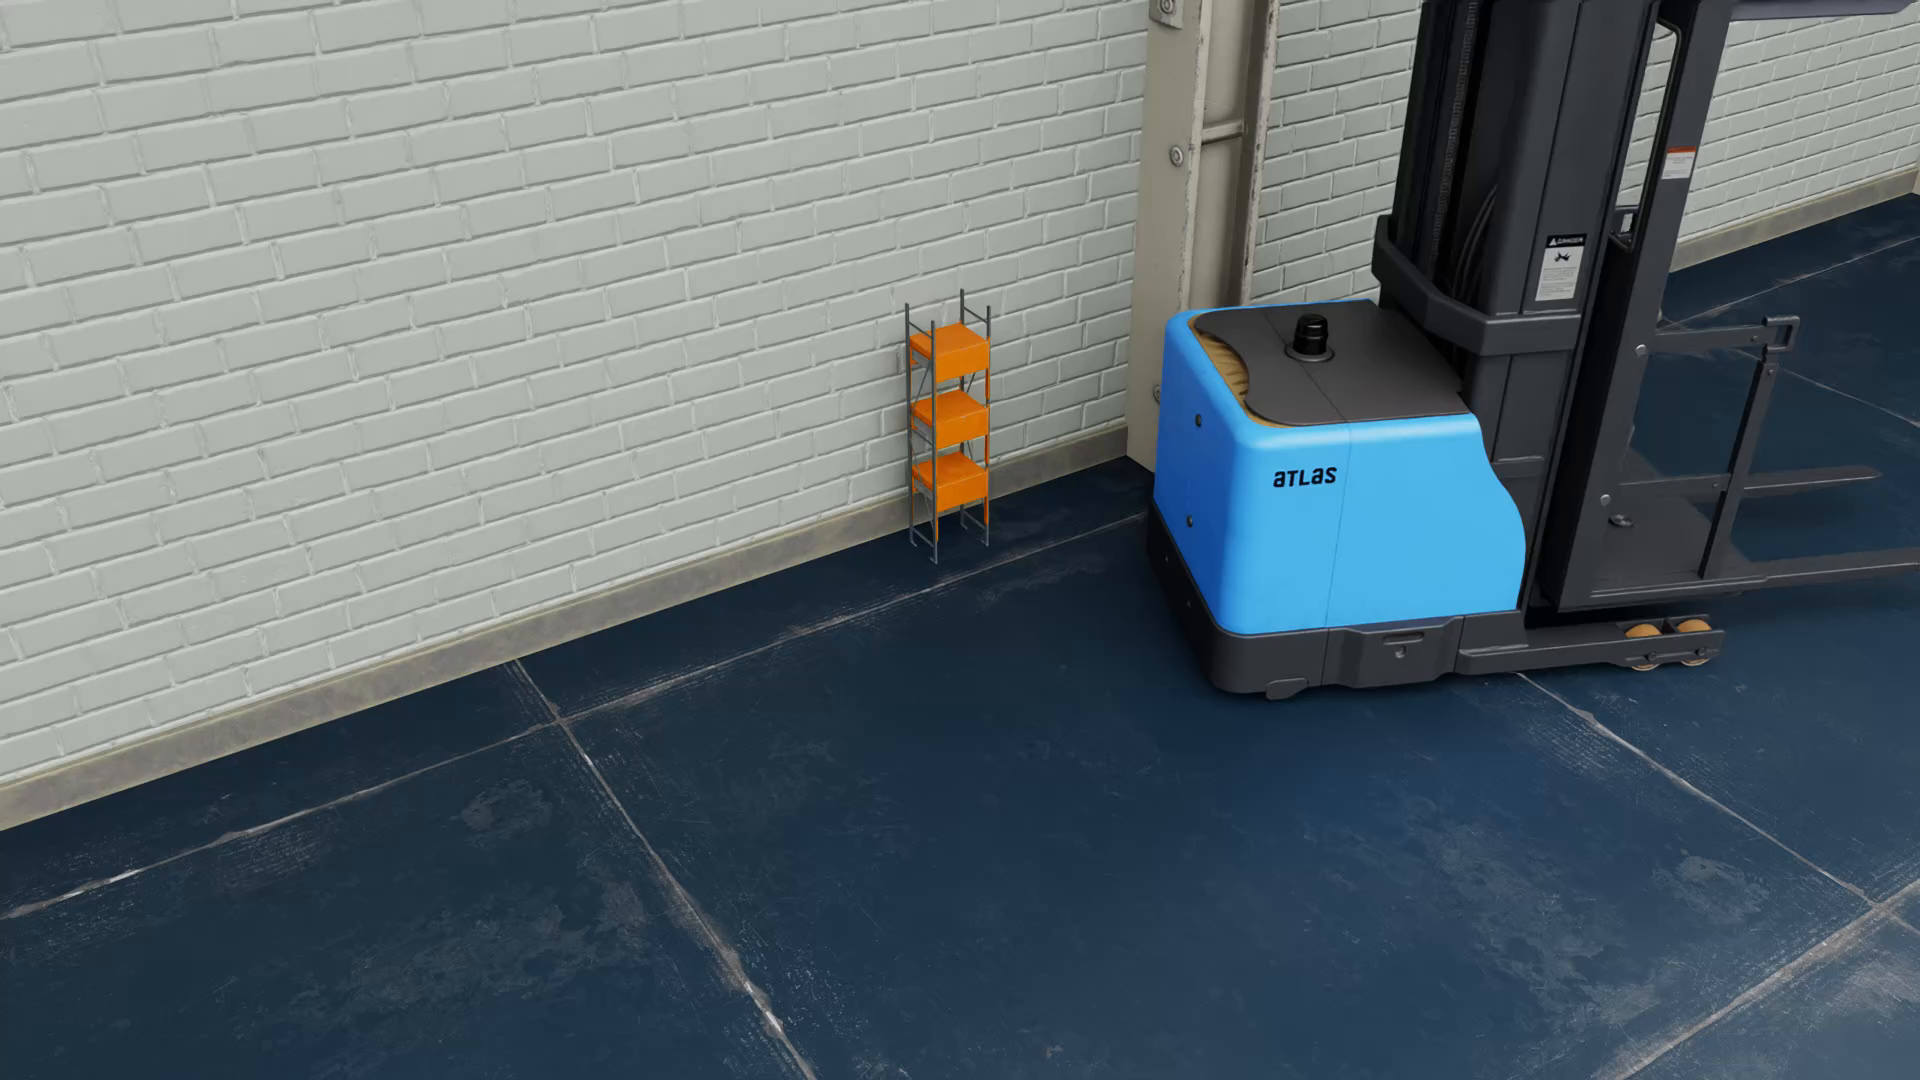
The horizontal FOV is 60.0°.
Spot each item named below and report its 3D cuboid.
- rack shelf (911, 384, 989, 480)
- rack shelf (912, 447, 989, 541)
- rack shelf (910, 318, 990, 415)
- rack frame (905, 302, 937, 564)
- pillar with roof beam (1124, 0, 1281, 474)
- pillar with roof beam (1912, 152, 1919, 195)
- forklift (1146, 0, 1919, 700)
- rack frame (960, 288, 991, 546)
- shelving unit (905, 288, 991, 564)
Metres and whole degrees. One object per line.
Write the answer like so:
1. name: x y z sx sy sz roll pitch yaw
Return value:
1. rack shelf: -0.045 -0.420 6.451 0.240 0.259 0.215 -19 37 -27
2. rack shelf: -0.045 -0.185 6.599 0.240 0.259 0.215 -19 37 -27
3. rack shelf: -0.045 -0.660 6.300 0.240 0.259 0.215 -19 37 -27
4. rack frame: -0.147 -0.393 6.389 0.008 1.050 0.200 -19 37 -27
5. pillar with roof beam: 3.299 -2.257 1.894 0.400 9.000 9.100 -19 37 -27
6. pillar with roof beam: 8.342 -3.992 4.643 0.400 9.000 9.100 -19 37 -27
7. forklift: 2.297 -1.042 5.654 3.031 2.935 1.130 -5 33 -8
8. rack frame: 0.058 -0.464 6.501 0.008 1.050 0.200 -19 37 -27
9. shelving unit: -0.045 -0.429 6.445 0.252 1.050 0.215 -19 37 -27
